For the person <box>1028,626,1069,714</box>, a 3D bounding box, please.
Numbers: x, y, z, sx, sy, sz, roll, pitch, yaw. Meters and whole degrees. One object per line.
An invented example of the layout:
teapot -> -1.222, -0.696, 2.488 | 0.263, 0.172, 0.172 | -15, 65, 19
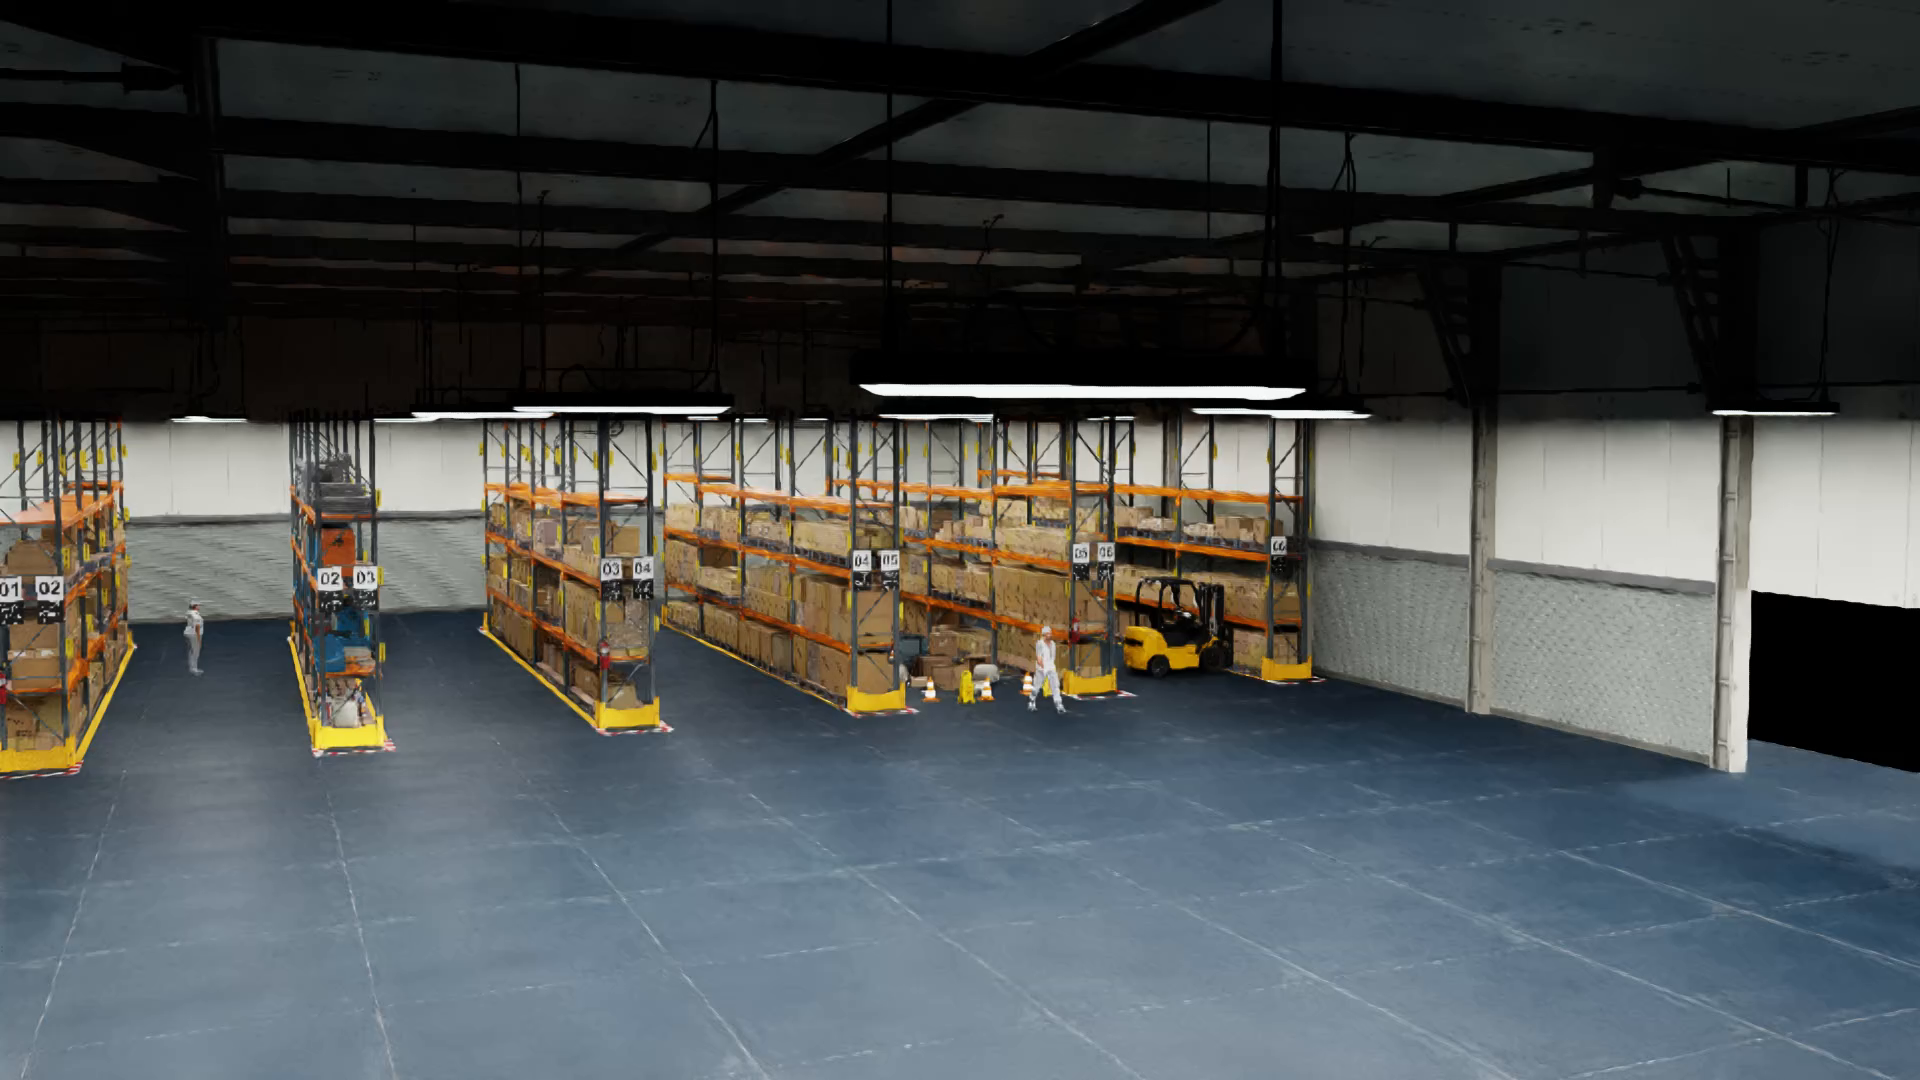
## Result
person -> 1.711, 2.551, 32.779 | 0.526, 1.728, 1.031 | -2, 5, -32

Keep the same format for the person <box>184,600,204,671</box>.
person -> -17.539, 2.176, 38.067 | 0.570, 1.598, 0.390 | 4, 6, 44

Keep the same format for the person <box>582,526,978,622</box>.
person -> -3.478, 1.044, 40.302 | 8.547, 3.673, 15.377 | 0, 4, -2
